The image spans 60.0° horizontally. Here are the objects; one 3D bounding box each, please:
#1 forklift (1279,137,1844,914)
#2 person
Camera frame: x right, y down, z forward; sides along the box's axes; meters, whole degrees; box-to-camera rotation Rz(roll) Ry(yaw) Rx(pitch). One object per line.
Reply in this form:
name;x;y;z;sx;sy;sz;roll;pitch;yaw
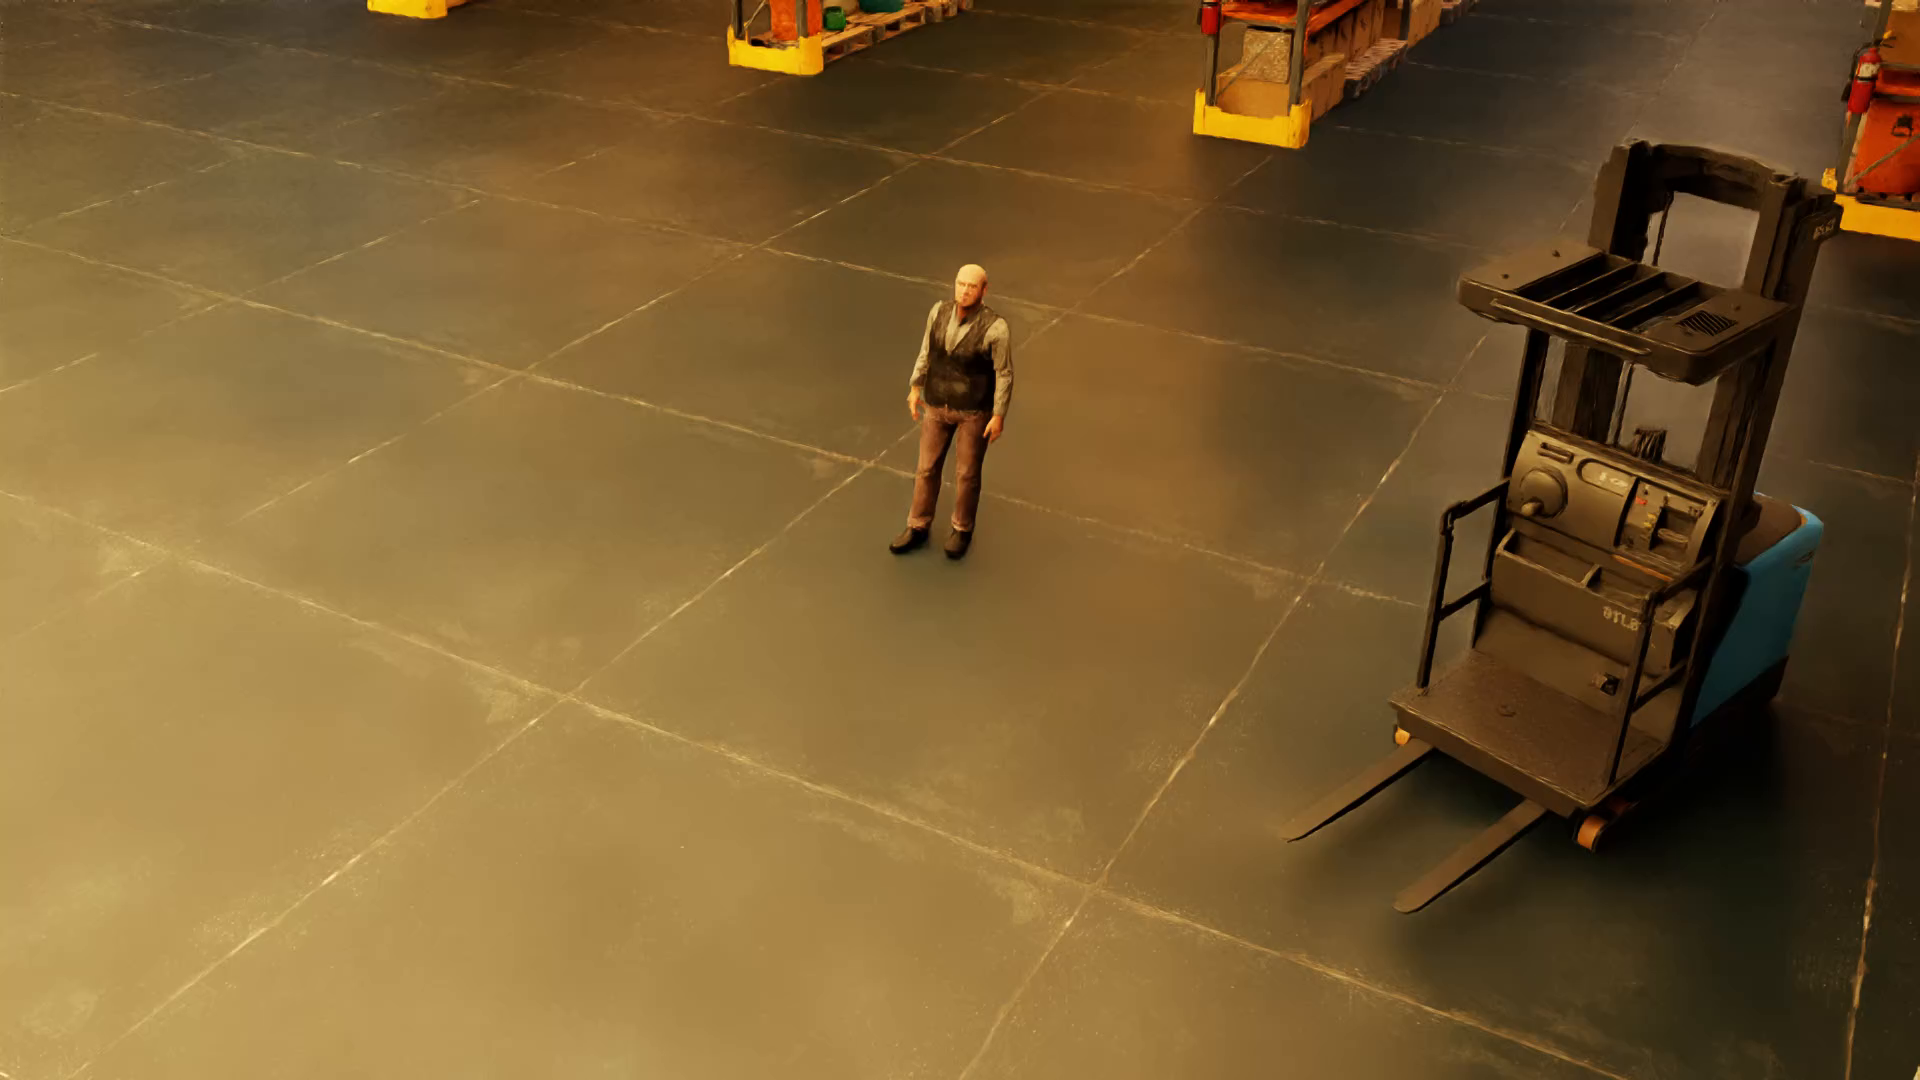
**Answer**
forklift;2.761;-0.153;7.335;3.031;2.935;1.130;-24;37;-35
person;-0.037;-0.726;9.525;0.632;1.720;0.567;15;33;25
